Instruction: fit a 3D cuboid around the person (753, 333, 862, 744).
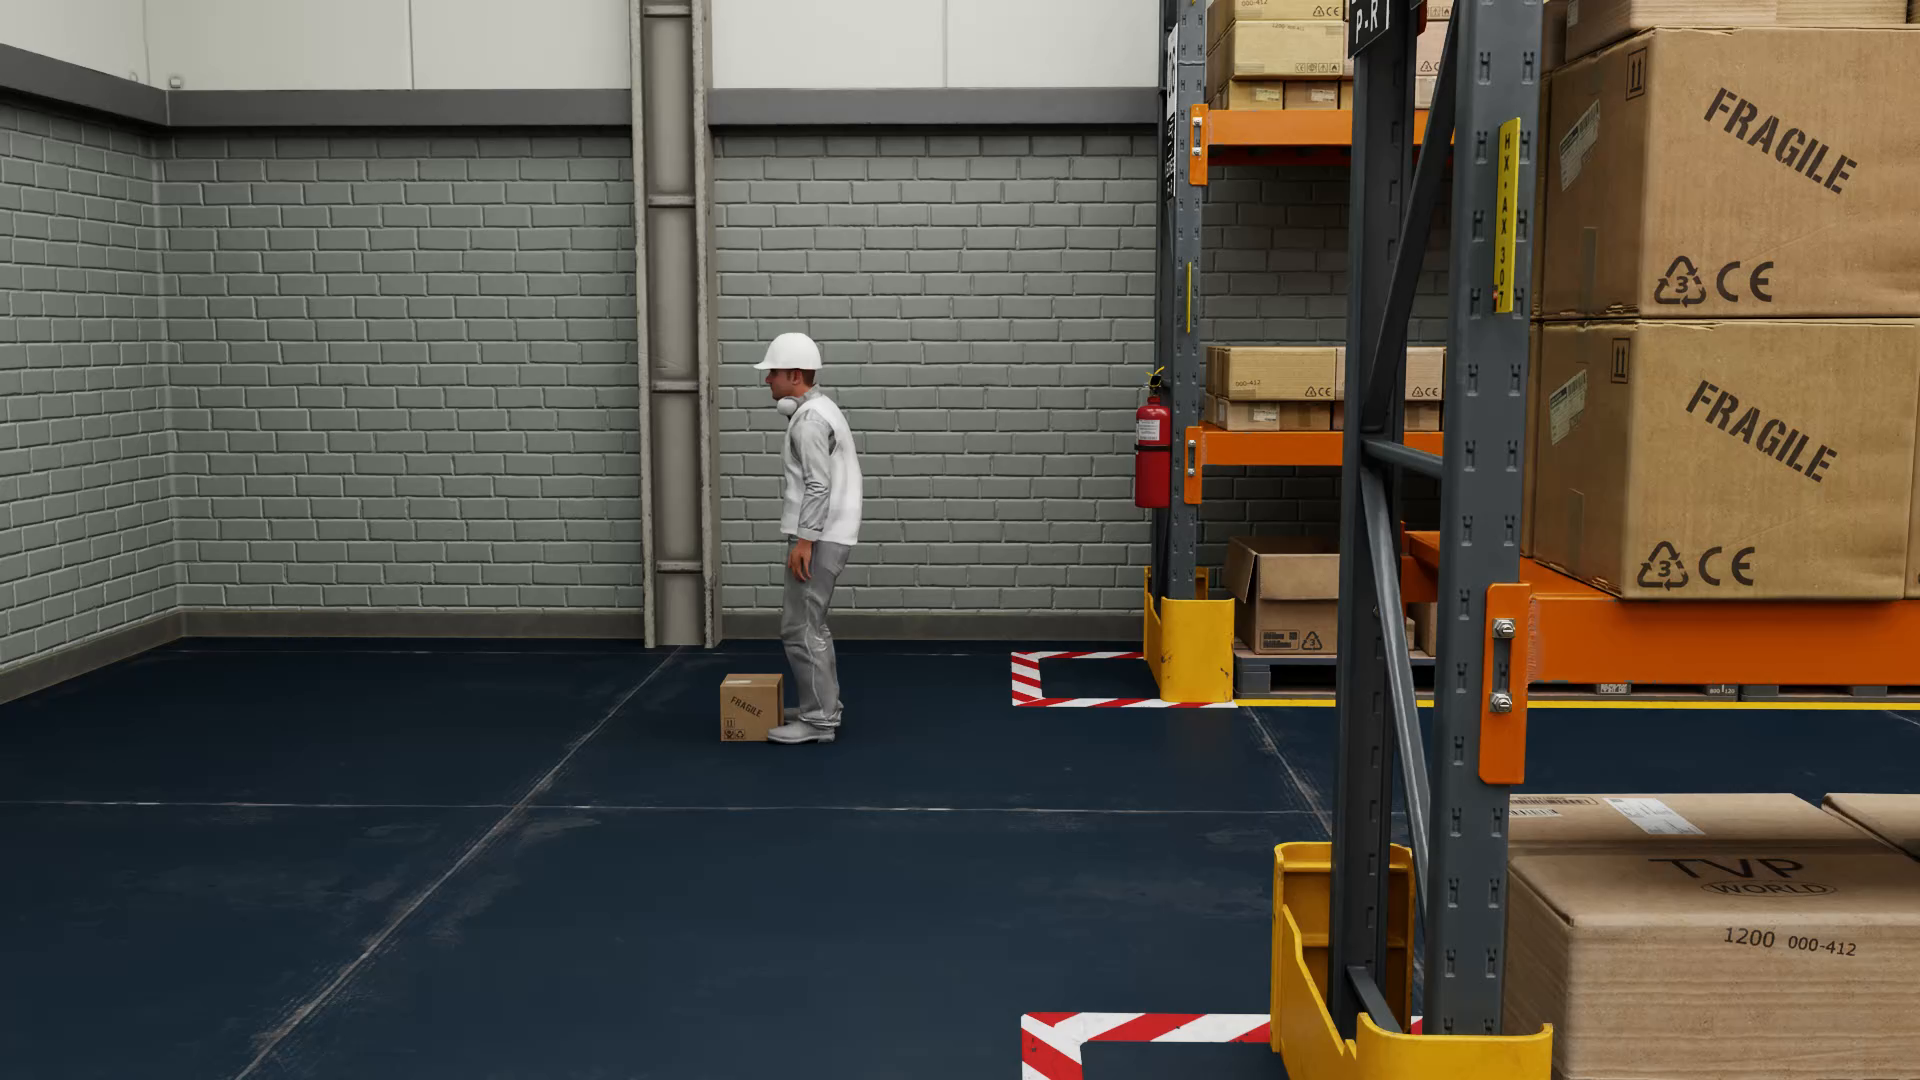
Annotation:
[{"bbox_3d":[-0.658,-0.013,7.266,0.465,1.771,0.592,0,7,-2],"label":"person"}]
